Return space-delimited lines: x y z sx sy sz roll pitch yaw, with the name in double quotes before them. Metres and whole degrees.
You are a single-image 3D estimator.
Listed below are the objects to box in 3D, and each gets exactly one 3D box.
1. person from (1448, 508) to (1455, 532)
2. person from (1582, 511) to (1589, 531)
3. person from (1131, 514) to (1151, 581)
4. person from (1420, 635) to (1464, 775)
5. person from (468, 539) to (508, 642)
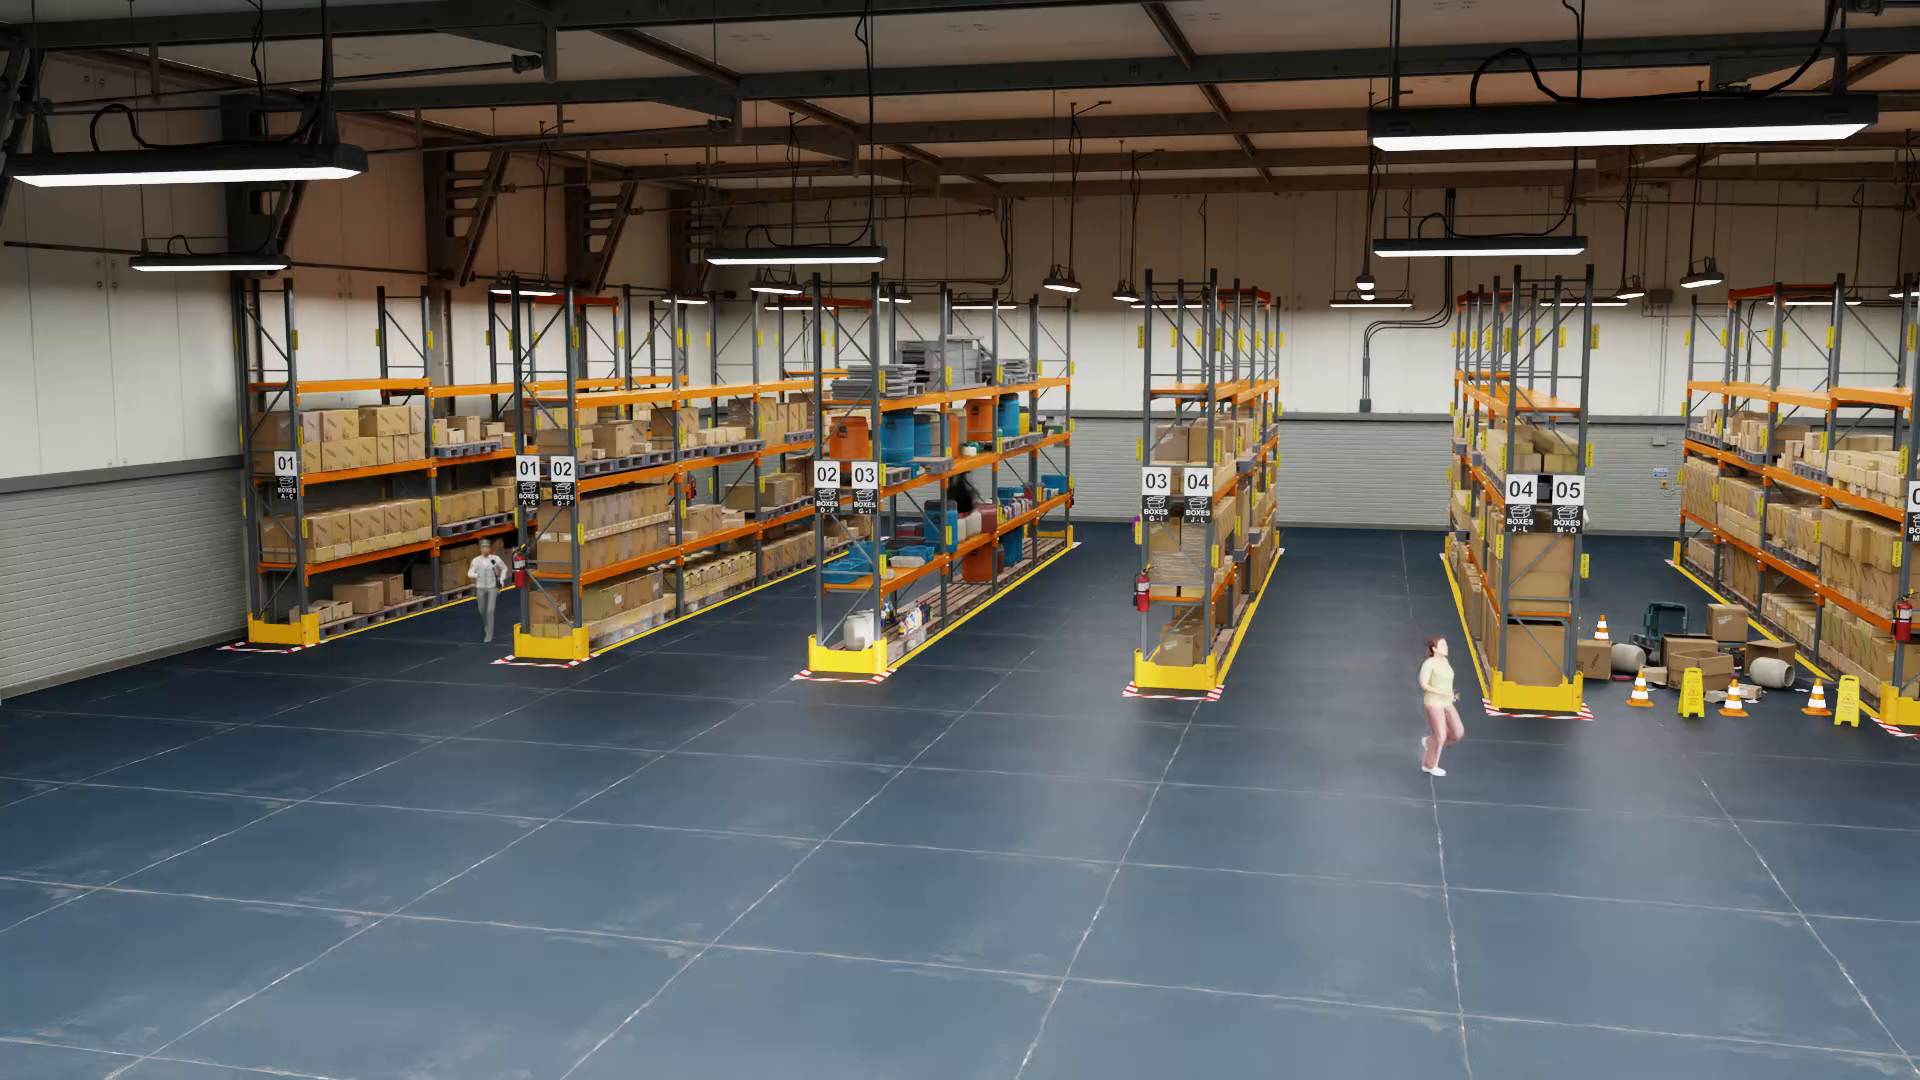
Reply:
"person" 11.847 -0.559 39.554 0.561 1.640 0.762 5 9 37
"person" 12.880 -0.031 35.118 0.720 1.679 0.794 1 7 11
"person" 3.800 0.063 33.547 0.689 1.755 0.849 1 7 11
"person" 5.535 1.905 19.188 0.576 1.631 0.542 -6 9 -39
"person" -7.904 0.812 27.824 0.612 1.677 0.939 -1 7 -5
